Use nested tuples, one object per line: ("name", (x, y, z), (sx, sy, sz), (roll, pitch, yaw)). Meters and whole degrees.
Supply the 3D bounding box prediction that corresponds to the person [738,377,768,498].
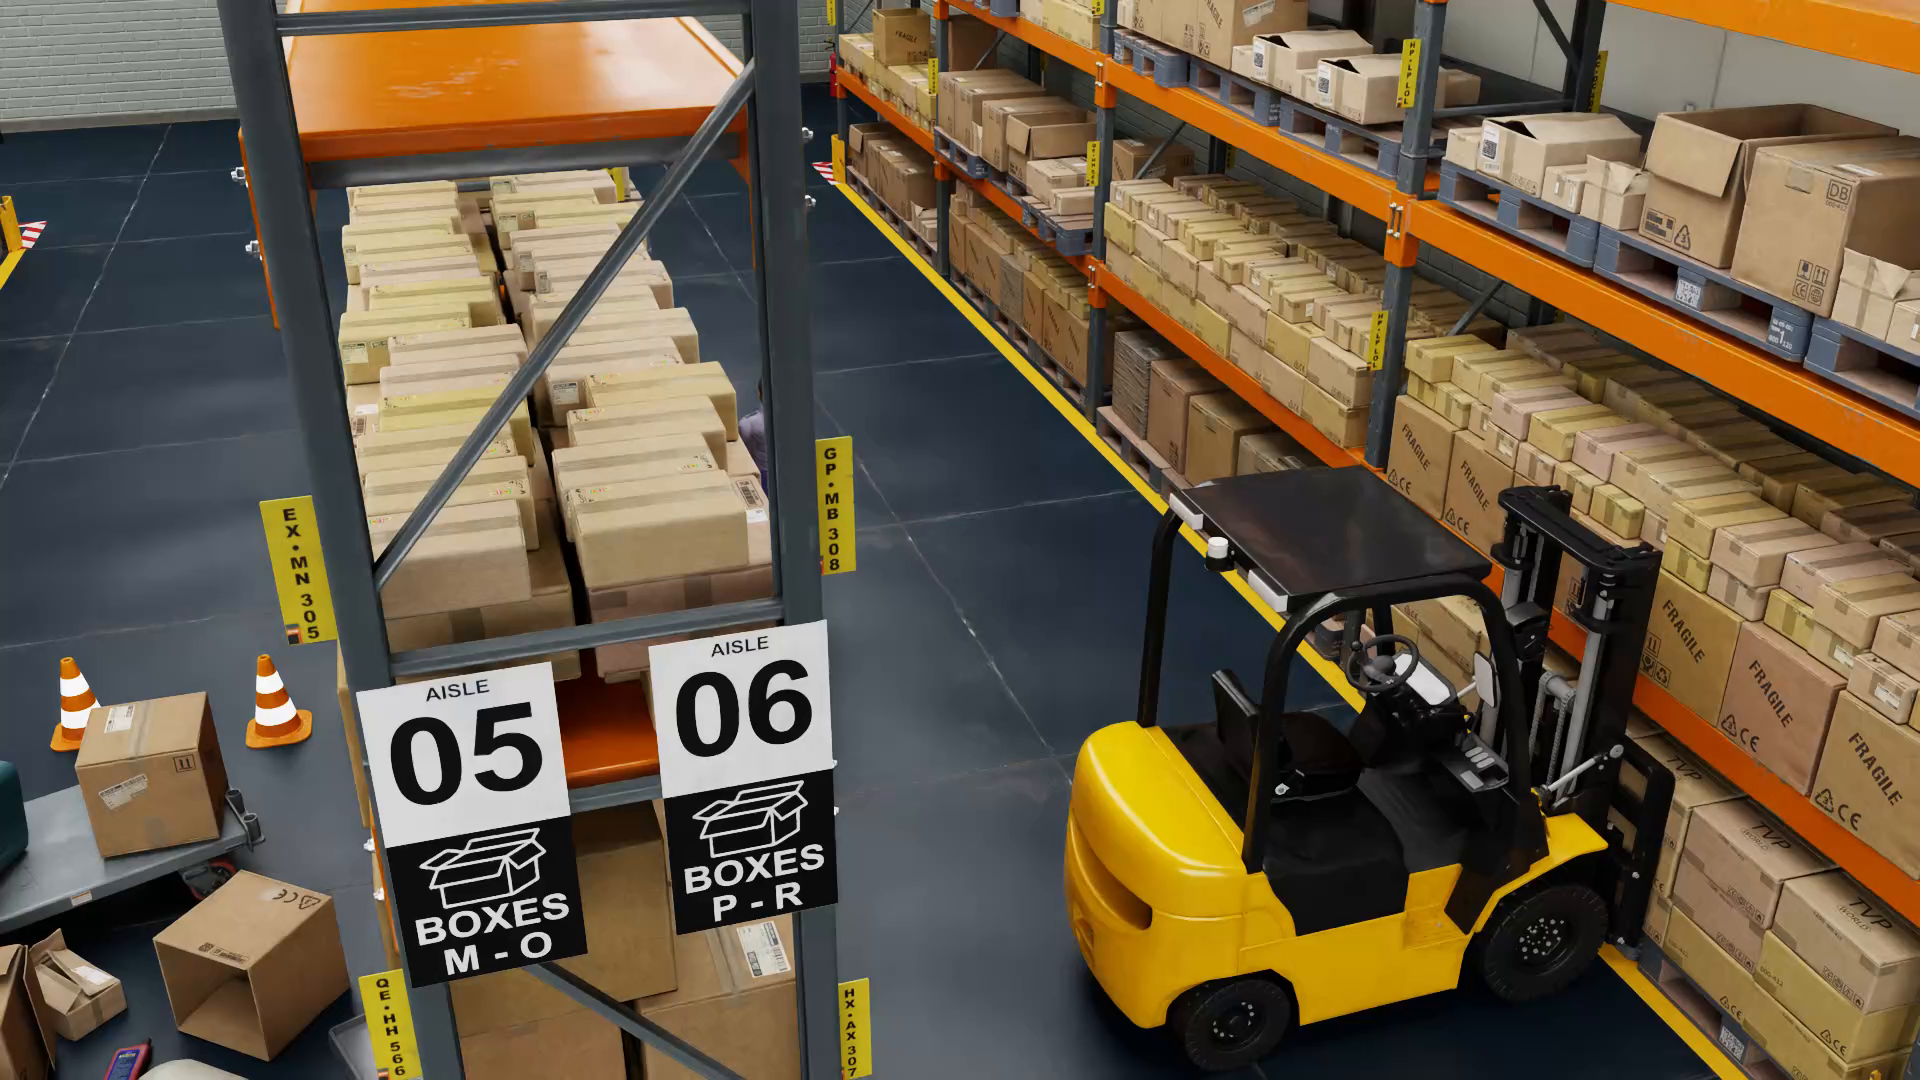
("person", (-1.104, -0.292, 9.982), (0.452, 1.620, 0.525), (-8, 28, -15))
